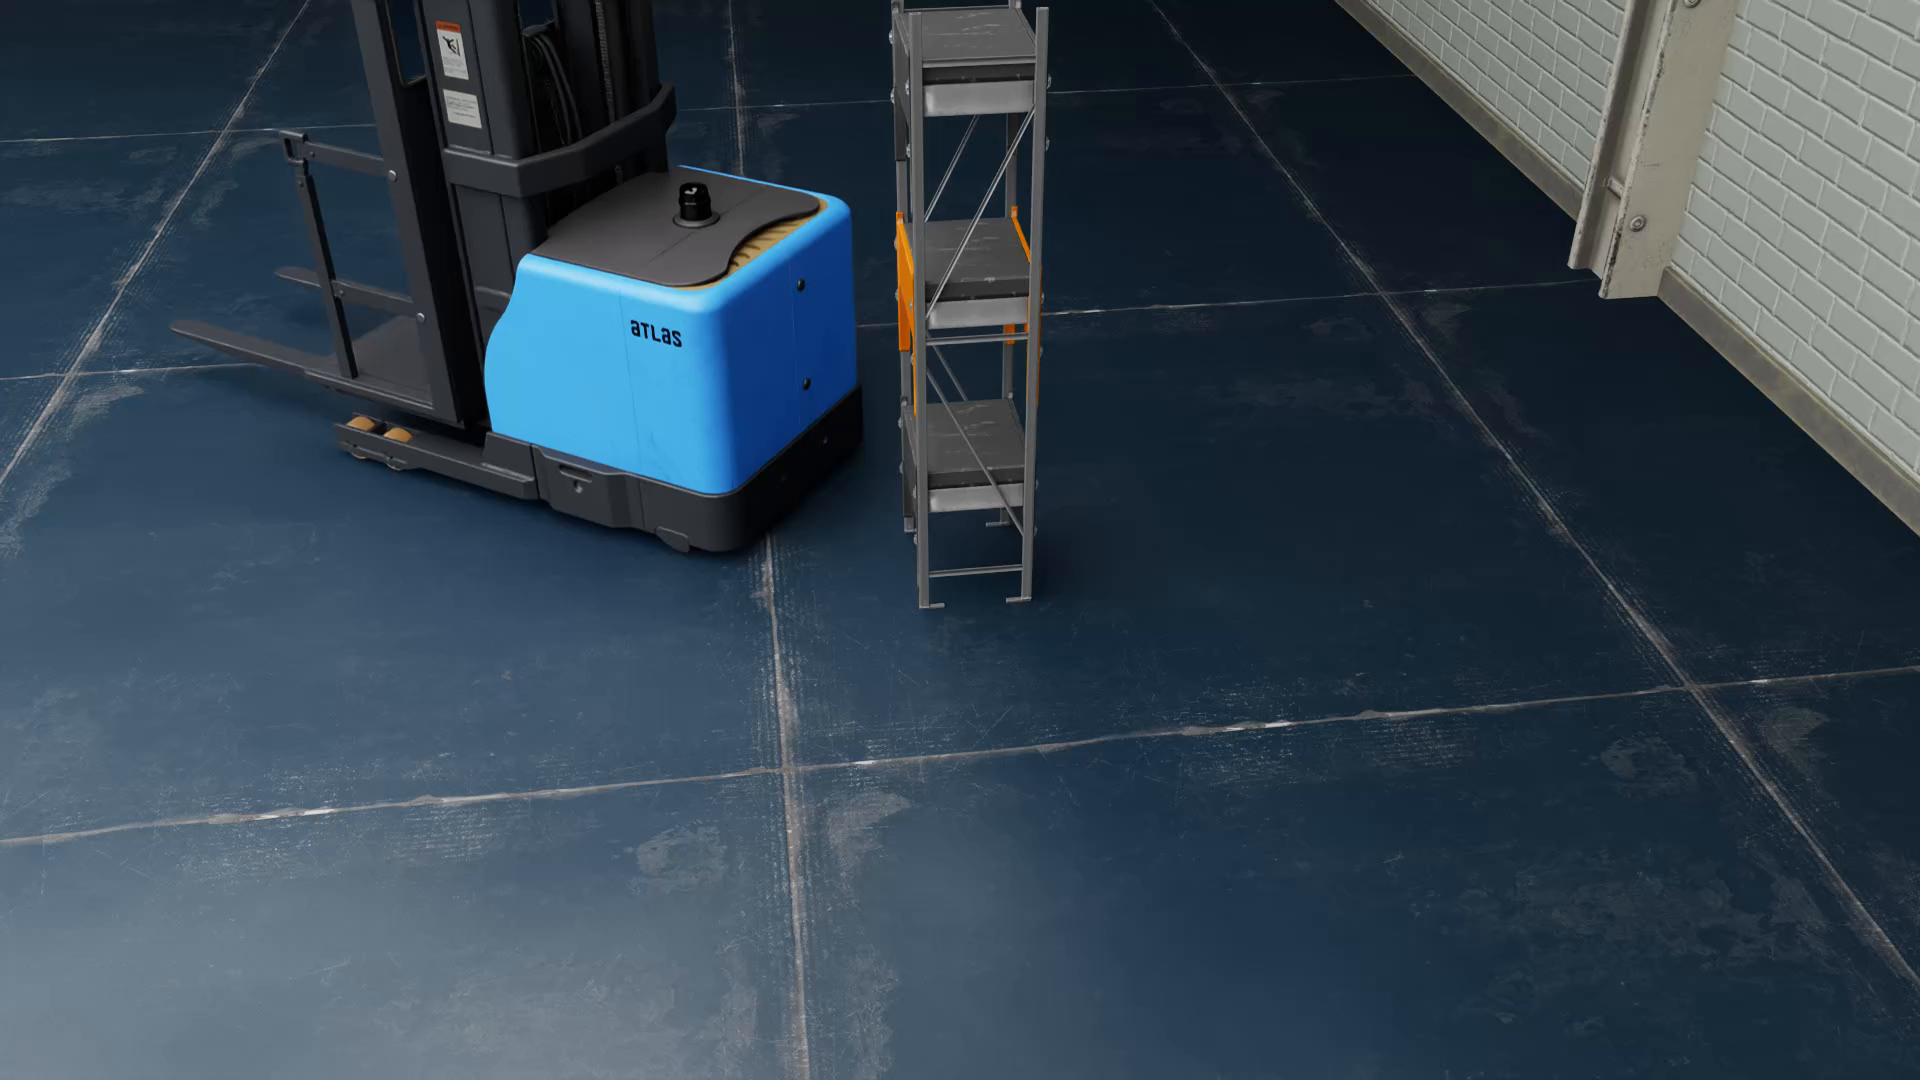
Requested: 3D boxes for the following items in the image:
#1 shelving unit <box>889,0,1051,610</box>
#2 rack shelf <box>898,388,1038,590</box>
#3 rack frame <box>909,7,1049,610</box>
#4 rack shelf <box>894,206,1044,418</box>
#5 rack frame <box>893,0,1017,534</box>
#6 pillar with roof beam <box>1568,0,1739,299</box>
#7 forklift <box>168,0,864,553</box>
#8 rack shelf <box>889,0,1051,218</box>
[{"bbox_3d":[0.022,-0.775,5.523,0.431,2.100,0.503,-4,35,-6],"label":"shelving unit"},{"bbox_3d":[0.022,-0.186,5.925,0.431,0.518,0.480,-4,35,-6],"label":"rack shelf"},{"bbox_3d":[0.055,-0.639,5.323,0.400,2.100,0.015,-4,35,-6],"label":"rack frame"},{"bbox_3d":[0.022,-0.764,5.531,0.431,0.518,0.480,-4,35,-6],"label":"rack shelf"},{"bbox_3d":[-0.011,-0.911,5.723,0.400,2.100,0.015,-4,35,-6],"label":"rack frame"},{"bbox_3d":[-1.070,-4.665,5.105,9.100,9.000,0.400,-4,35,-6],"label":"pillar with roof beam"},{"bbox_3d":[-1.943,-1.737,6.197,3.031,2.935,1.130,16,37,22],"label":"forklift"},{"bbox_3d":[0.022,-1.342,5.137,0.431,0.518,0.480,-4,35,-6],"label":"rack shelf"}]
